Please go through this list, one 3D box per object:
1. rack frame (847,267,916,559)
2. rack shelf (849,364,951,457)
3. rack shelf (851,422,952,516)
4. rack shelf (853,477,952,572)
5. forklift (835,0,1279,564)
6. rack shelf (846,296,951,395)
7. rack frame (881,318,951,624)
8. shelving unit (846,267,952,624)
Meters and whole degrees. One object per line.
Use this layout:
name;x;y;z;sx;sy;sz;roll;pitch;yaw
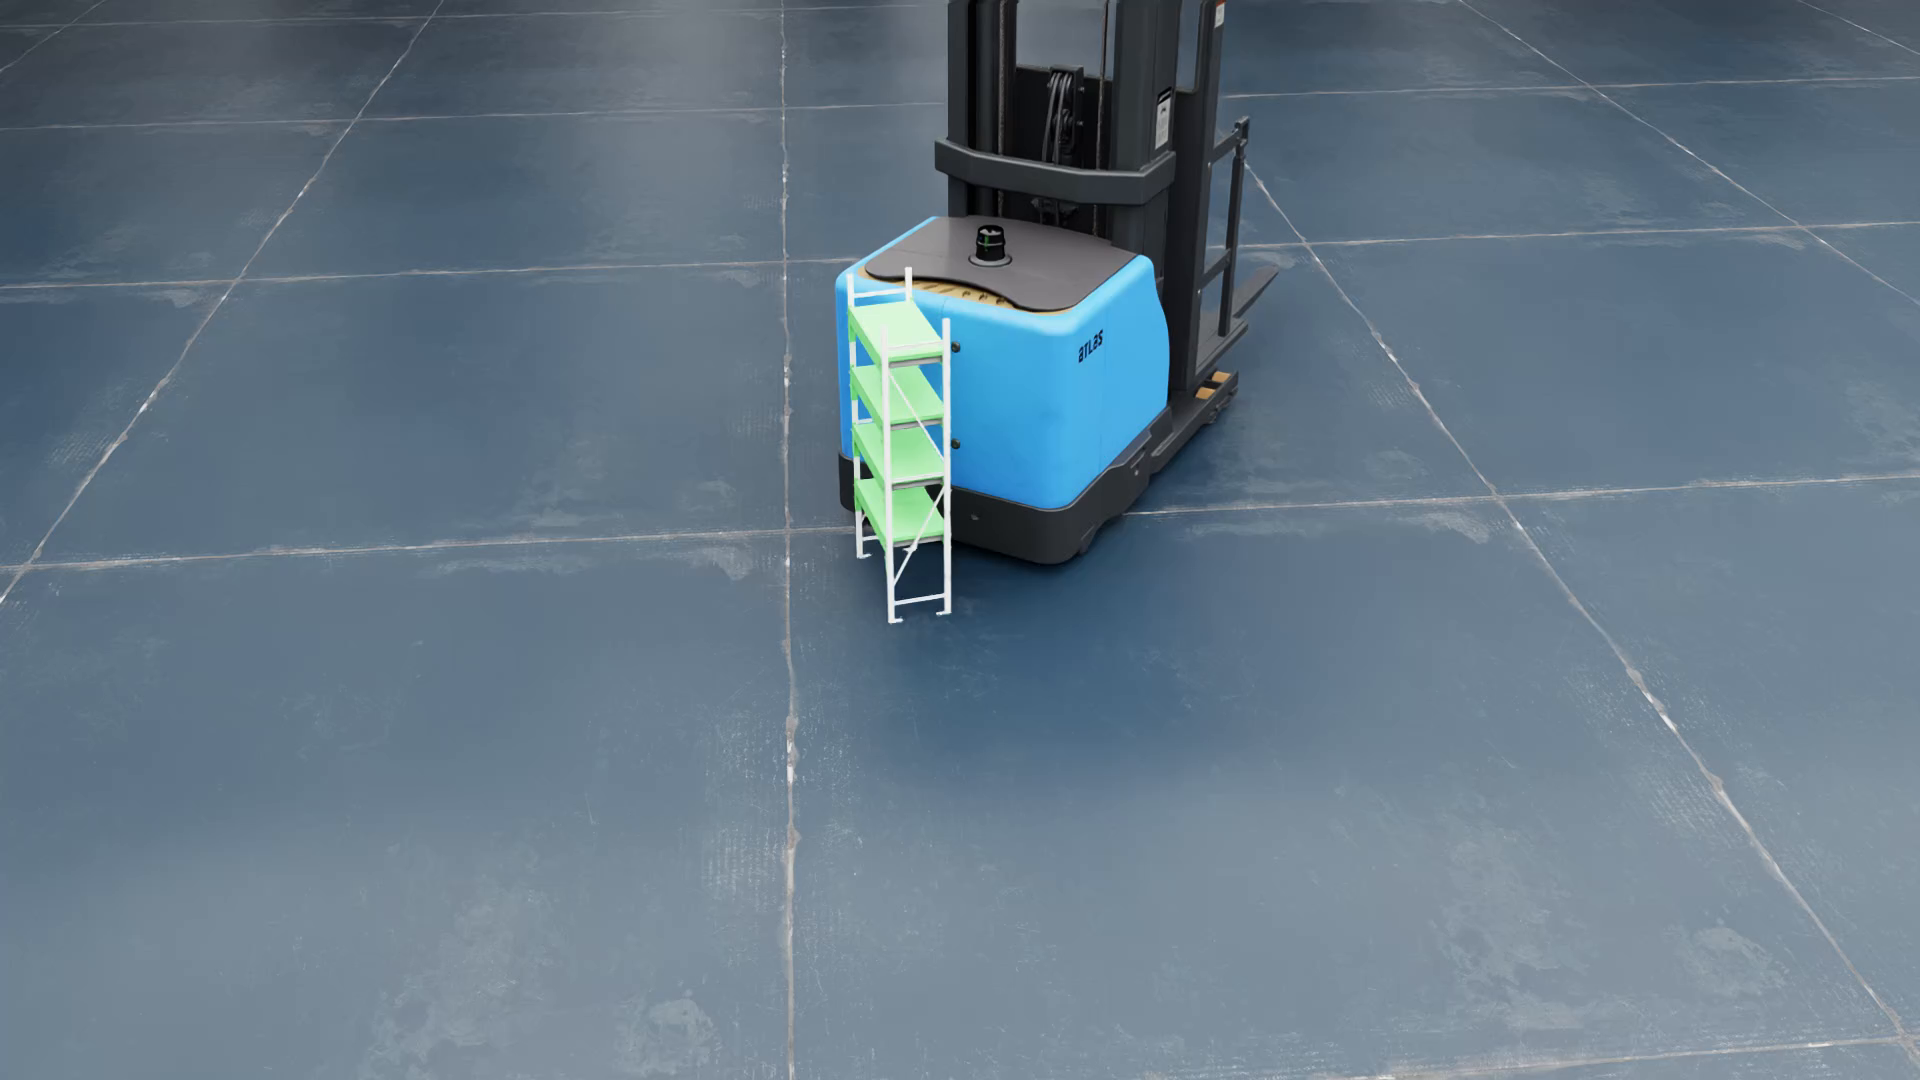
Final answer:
rack frame;-0.294;-0.461;6.351;0.240;1.200;0.015;-9;32;-14
rack shelf;-0.223;-0.492;6.061;0.258;0.148;0.480;-9;32;-14
rack shelf;-0.223;-0.286;6.184;0.258;0.148;0.480;-9;32;-14
rack shelf;-0.223;-0.080;6.307;0.258;0.148;0.480;-9;32;-14
forklift;0.649;-1.893;7.060;1.130;2.935;3.031;16;34;24
rack shelf;-0.223;-0.698;5.938;0.258;0.148;0.480;-9;32;-14
rack frame;-0.152;-0.221;5.951;0.240;1.200;0.015;-9;32;-14
shelving unit;-0.223;-0.341;6.151;0.258;1.200;0.503;-9;32;-14
